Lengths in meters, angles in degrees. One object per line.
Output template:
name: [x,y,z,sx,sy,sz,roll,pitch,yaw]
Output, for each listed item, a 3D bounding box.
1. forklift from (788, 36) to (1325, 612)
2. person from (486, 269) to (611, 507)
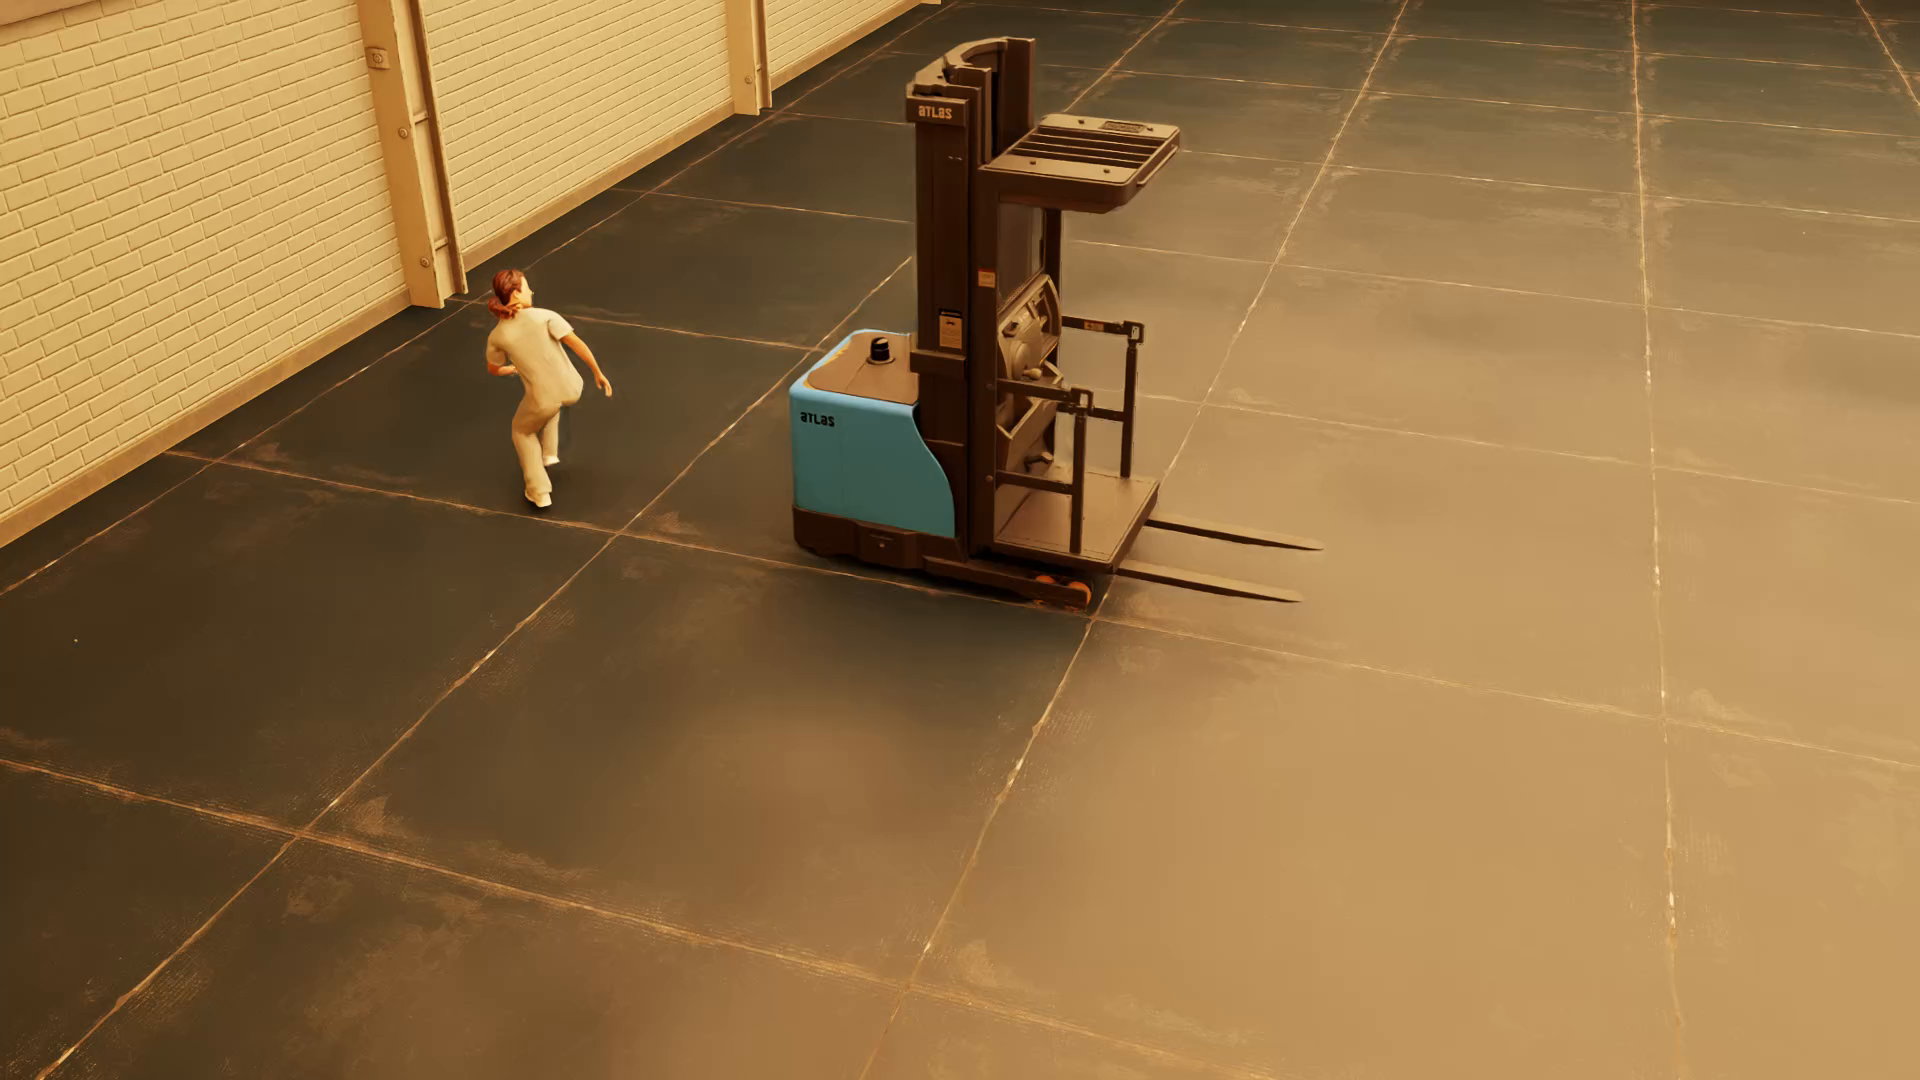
forklift: [0.573,-1.167,9.184,3.031,2.935,1.130,11,31,18]
person: [-2.565,-0.990,10.299,0.665,1.469,0.704,-13,32,-22]
